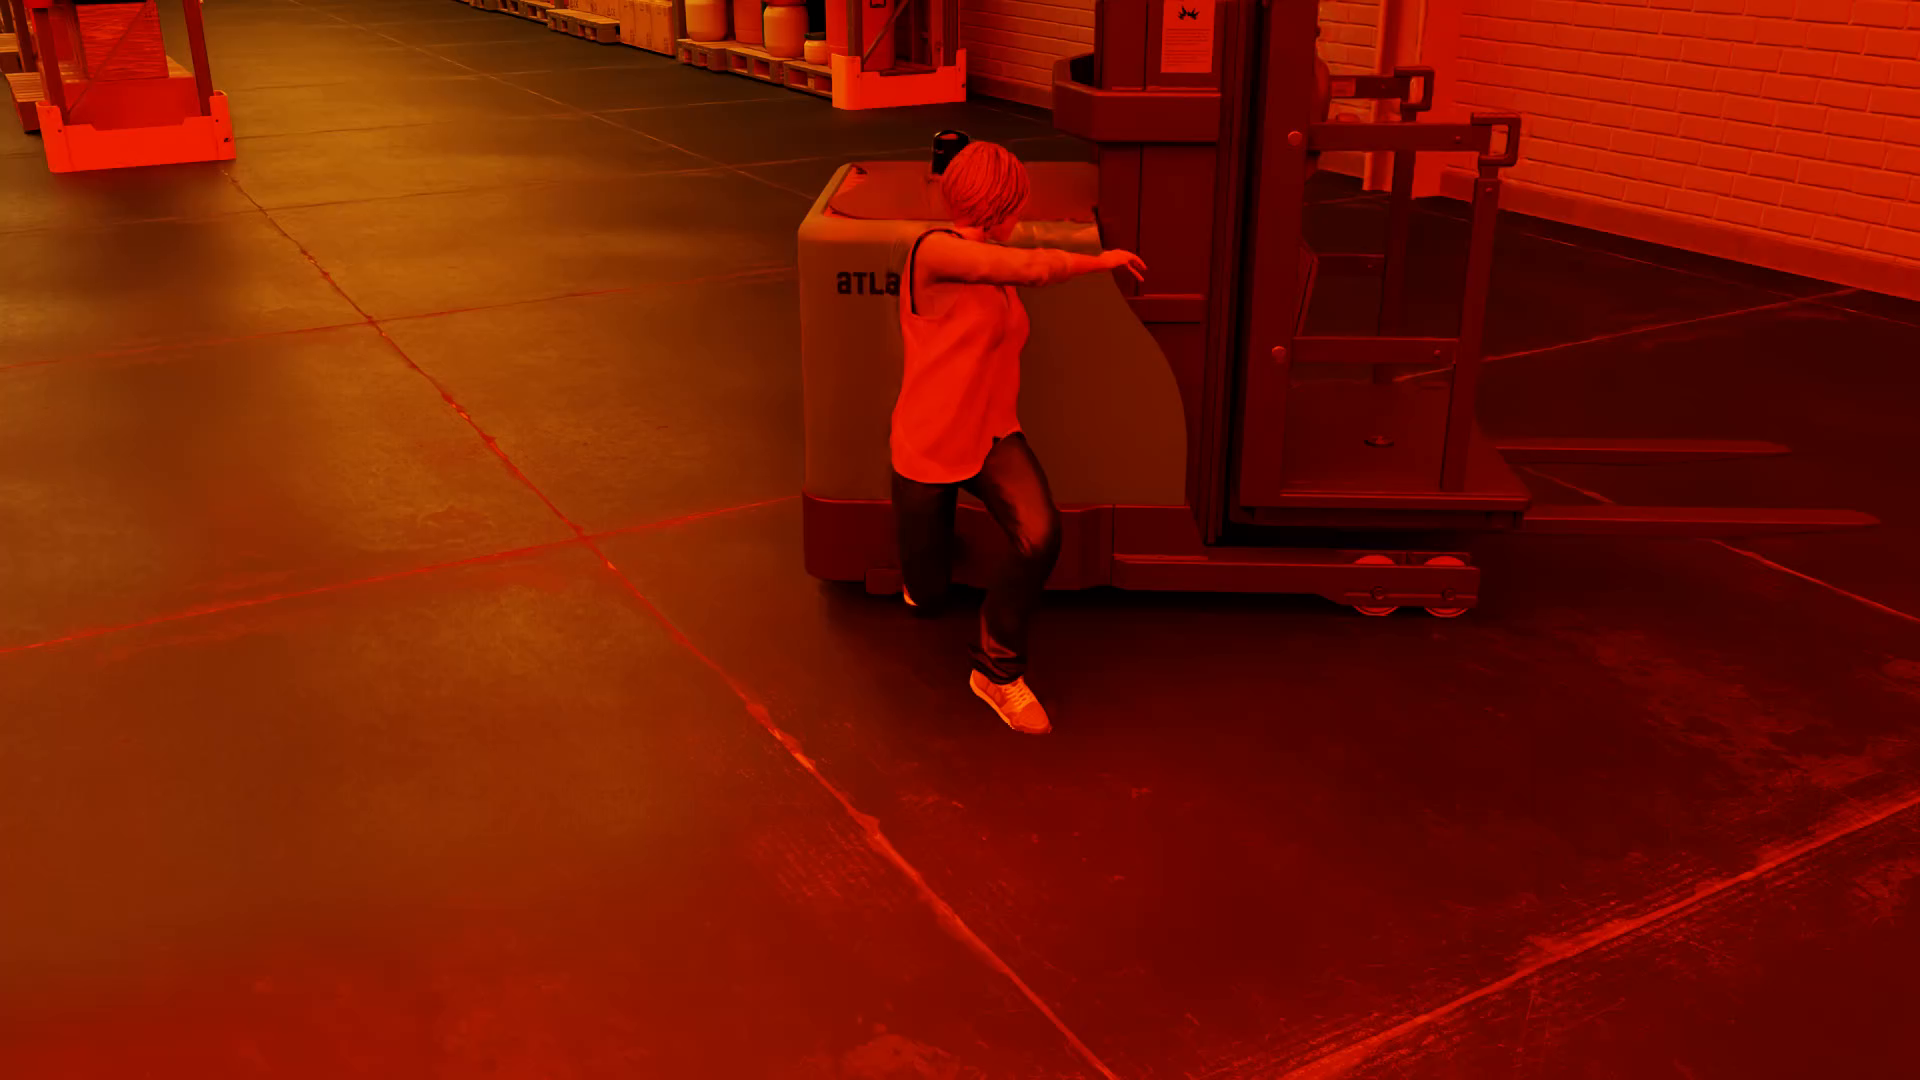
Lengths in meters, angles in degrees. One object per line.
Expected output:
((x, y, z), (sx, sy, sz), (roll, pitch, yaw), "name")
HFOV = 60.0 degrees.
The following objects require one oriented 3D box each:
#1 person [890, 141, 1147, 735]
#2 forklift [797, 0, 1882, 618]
((0.133, -0.308, 4.184), (0.701, 1.342, 0.879), (-13, 26, -29), "person")
((1.090, -1.348, 4.559), (3.031, 2.935, 1.130), (1, 22, 2), "forklift")
